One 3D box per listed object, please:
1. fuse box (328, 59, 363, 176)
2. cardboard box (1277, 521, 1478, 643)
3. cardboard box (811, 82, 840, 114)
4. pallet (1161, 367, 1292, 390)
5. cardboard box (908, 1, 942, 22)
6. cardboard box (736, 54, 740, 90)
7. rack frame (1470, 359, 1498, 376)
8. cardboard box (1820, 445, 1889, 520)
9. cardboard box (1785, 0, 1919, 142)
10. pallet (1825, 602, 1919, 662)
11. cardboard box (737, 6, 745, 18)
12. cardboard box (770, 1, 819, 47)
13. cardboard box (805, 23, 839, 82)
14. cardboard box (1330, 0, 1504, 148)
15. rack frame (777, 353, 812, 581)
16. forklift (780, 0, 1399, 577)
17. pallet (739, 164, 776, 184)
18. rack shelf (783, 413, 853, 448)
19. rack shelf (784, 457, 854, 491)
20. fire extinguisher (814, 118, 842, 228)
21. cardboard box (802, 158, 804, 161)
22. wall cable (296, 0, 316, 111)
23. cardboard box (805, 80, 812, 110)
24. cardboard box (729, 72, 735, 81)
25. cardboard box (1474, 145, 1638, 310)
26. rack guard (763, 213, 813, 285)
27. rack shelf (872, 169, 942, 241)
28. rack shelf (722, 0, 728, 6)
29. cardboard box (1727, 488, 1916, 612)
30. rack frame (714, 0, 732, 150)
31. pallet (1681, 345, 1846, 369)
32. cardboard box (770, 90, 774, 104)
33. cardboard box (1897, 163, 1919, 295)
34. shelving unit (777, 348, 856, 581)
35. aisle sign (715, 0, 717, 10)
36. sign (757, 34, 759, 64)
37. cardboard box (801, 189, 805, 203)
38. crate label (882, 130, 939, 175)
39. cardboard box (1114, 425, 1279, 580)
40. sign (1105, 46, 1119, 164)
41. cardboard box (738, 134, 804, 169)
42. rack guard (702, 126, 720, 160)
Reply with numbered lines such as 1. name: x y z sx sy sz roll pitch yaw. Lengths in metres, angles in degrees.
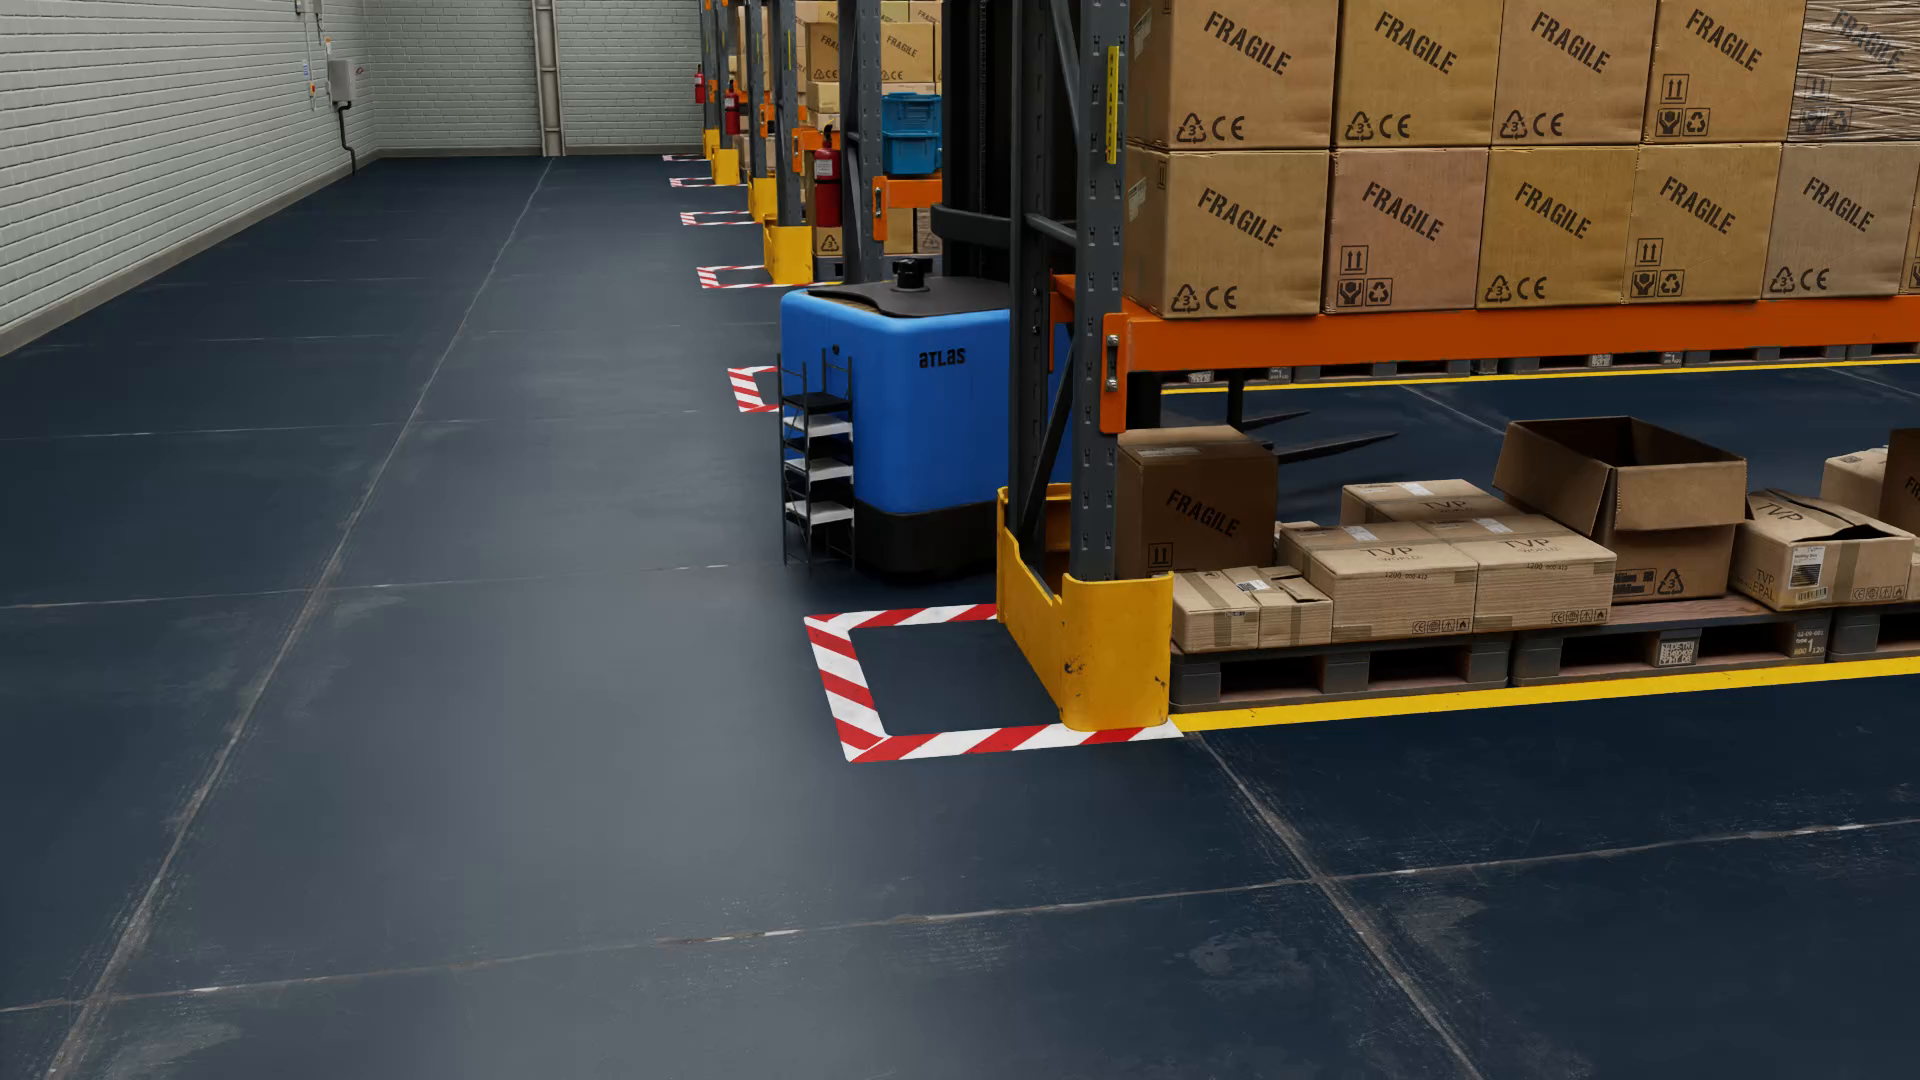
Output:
1. fuse box: -9.210 -6.382 25.159 0.414 1.711 0.539 -3 17 -10
2. cardboard box: 1.411 0.136 5.679 0.500 0.250 0.500 -3 17 -10
3. cardboard box: -1.020 -3.868 14.527 0.500 0.250 0.500 -4 17 -12
4. pallet: 1.409 -1.189 10.807 1.213 0.211 1.003 -3 17 -10
5. cardboard box: -0.385 -5.982 19.282 0.500 0.500 0.500 -4 17 -12
6. cardboard box: -2.999 -6.856 24.337 0.500 0.500 0.500 -3 17 -10
7. rack frame: 3.324 -2.643 10.792 0.127 3.000 1.000 -3 17 -10
8. cardboard box: 3.807 -0.179 6.599 0.500 0.311 0.500 -3 17 -10
9. cardboard box: 2.815 -1.581 5.459 0.500 0.500 0.500 -3 17 -10
10. pallet: 3.586 0.156 6.428 1.213 0.211 1.003 -3 17 -10
11. cardboard box: -3.022 -7.481 23.564 0.250 0.149 0.380 -3 17 -9
12. cardboard box: -1.893 -5.900 19.016 0.500 0.500 0.500 -3 17 -11
13. cardboard box: -1.114 -4.380 14.918 0.500 0.500 0.500 -3 17 -10
14. cardboard box: 1.330 -1.498 5.190 0.500 0.500 0.500 -3 17 -10
15. rack frame: -0.668 -0.293 6.715 0.006 0.900 0.240 -11 20 -31
16. forklift: 0.733 -1.560 7.382 3.031 2.935 1.130 -11 20 -31
17. pallet: -2.653 -5.439 24.644 1.213 0.211 1.003 -3 17 -10
18. rack shelf: -0.582 -0.449 6.724 0.200 0.077 0.258 -11 20 -31
19. rack shelf: -0.582 -0.277 6.777 0.200 0.077 0.258 -11 20 -31
20. fire extinguisher: -0.838 -2.328 10.532 0.183 0.674 0.296 -3 17 -10
21. cardboard box: -1.913 -4.509 19.992 0.250 0.149 0.380 -3 17 -10
22. wall cable: -8.955 -6.885 22.818 0.123 1.953 0.585 -3 17 -10
23. cardboard box: -1.117 -4.022 15.030 0.500 0.250 0.500 -4 17 -11
24. cardboard box: -3.993 -7.955 28.513 0.250 0.149 0.380 -3 17 -11
25. cardboard box: 1.817 -1.046 5.422 0.500 0.500 0.500 -3 17 -11
26. rack guard: -1.566 -2.652 15.078 0.348 0.500 1.175 -3 17 -10
27. rack shelf: 1.360 -2.188 10.535 4.000 0.370 1.077 -3 17 -10
28. rack shelf: -1.459 -7.906 24.044 4.000 0.370 1.077 -3 17 -10
29. cardboard box: 3.018 0.015 5.967 0.500 0.311 0.500 -3 17 -10
30. rack frame: -3.423 -6.705 24.016 0.127 3.000 1.000 -3 17 -10
31. pallet: 5.290 -1.410 11.526 1.213 0.211 1.003 -3 17 -10
32. cardboard box: -2.118 -5.263 19.750 0.250 0.149 0.380 -3 17 -10
33. cardboard box: 3.312 -1.132 5.701 0.500 0.500 0.500 -3 17 -9
34. shelving unit: -0.582 -0.309 6.768 0.210 0.900 0.258 -11 20 -31
35. aisle sign: -3.438 -7.860 23.349 0.004 0.787 0.394 -3 17 -10
36. sign: -2.281 -5.541 18.752 0.005 0.325 0.100 -3 17 -10
37. cardboard box: -1.809 -4.058 19.540 0.250 0.149 0.380 -3 17 -9
38. crate label: -0.298 -2.288 9.818 0.303 0.233 0.416 -3 17 -10
39. cardboard box: 0.820 -0.109 6.049 0.500 0.500 0.500 -3 17 -10
40. sign: 0.436 -1.250 4.780 0.005 0.325 0.100 -3 17 -10
41. cardboard box: -2.794 -5.747 24.544 0.875 0.438 0.875 -4 17 -12
42. rack guard: -4.293 -6.945 29.055 0.348 0.500 1.175 -3 17 -10
